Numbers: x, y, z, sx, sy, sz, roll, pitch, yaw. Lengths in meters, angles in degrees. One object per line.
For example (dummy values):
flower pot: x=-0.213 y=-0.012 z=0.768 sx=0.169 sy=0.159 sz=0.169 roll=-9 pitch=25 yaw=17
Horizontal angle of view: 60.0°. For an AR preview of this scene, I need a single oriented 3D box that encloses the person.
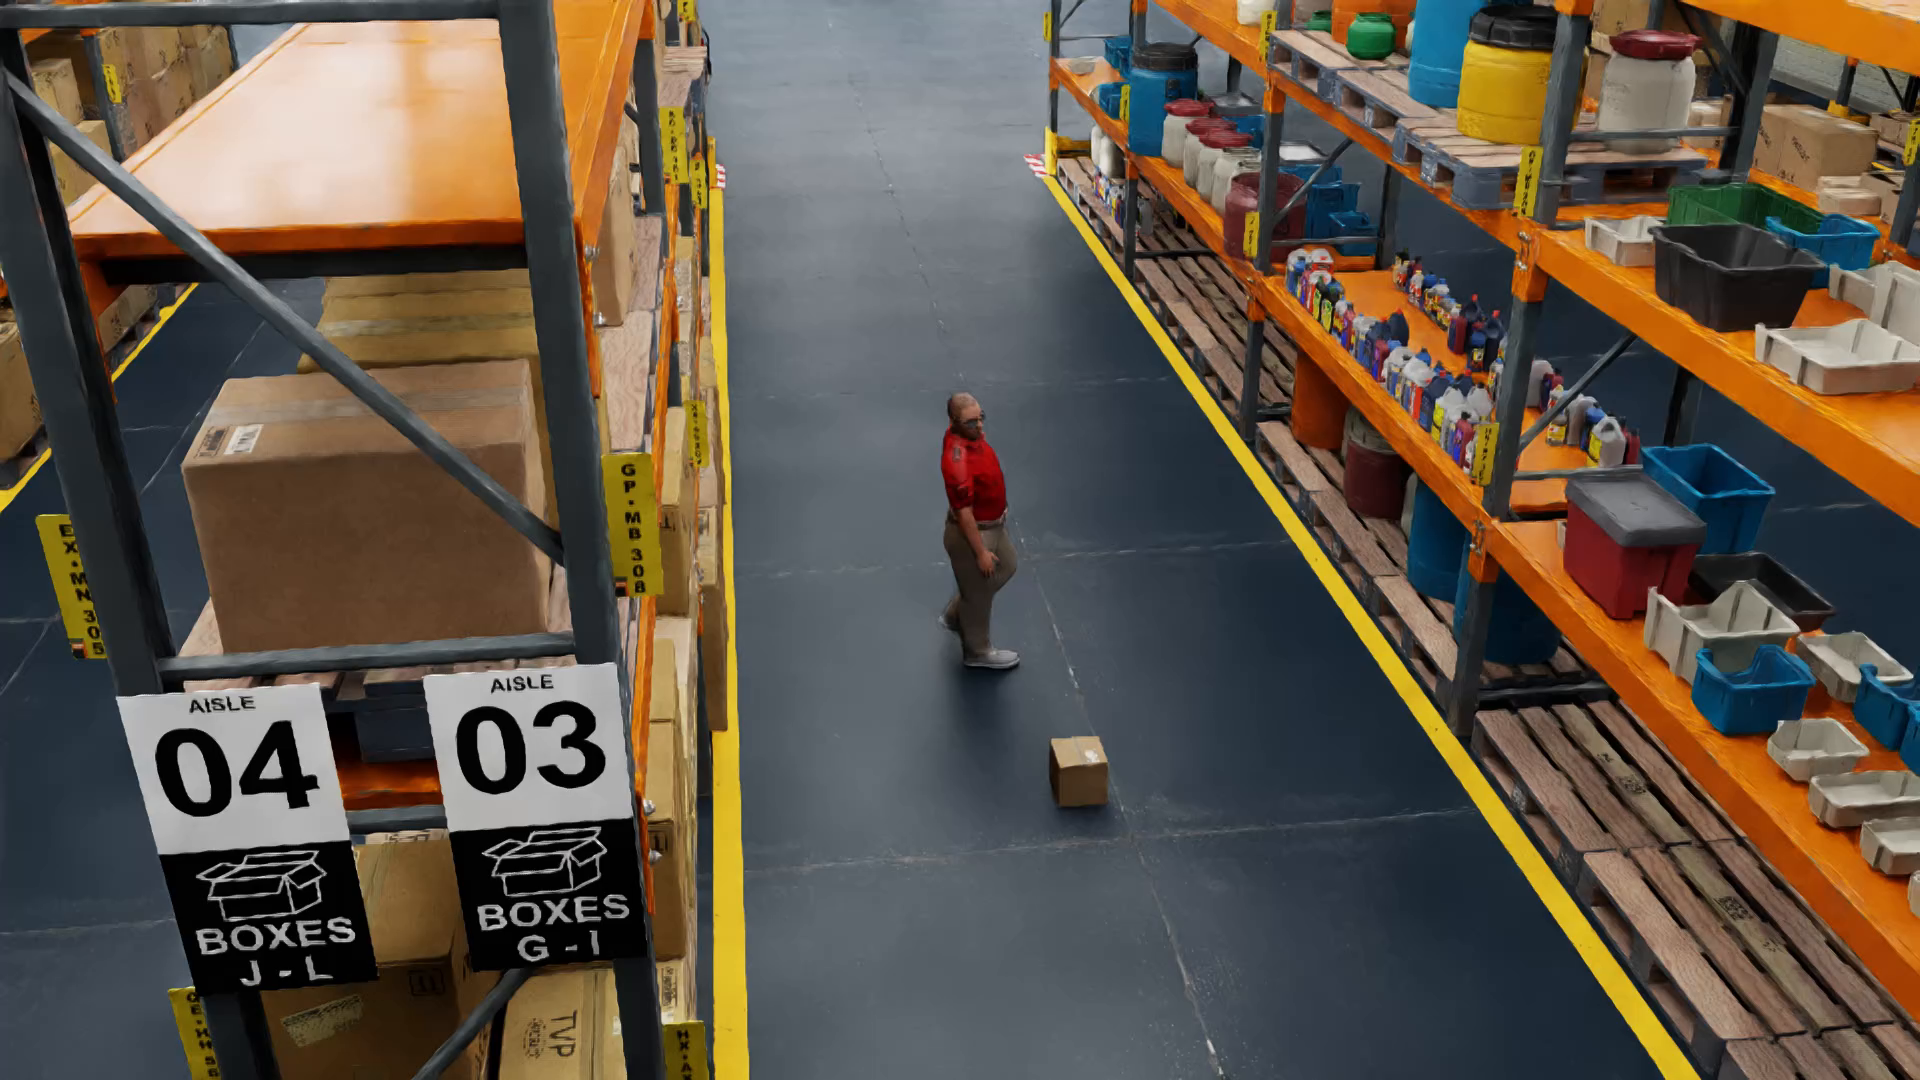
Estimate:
person: x=0.109 y=-0.052 z=9.201 sx=0.469 sy=1.717 sz=0.660 roll=2 pitch=27 yaw=3
